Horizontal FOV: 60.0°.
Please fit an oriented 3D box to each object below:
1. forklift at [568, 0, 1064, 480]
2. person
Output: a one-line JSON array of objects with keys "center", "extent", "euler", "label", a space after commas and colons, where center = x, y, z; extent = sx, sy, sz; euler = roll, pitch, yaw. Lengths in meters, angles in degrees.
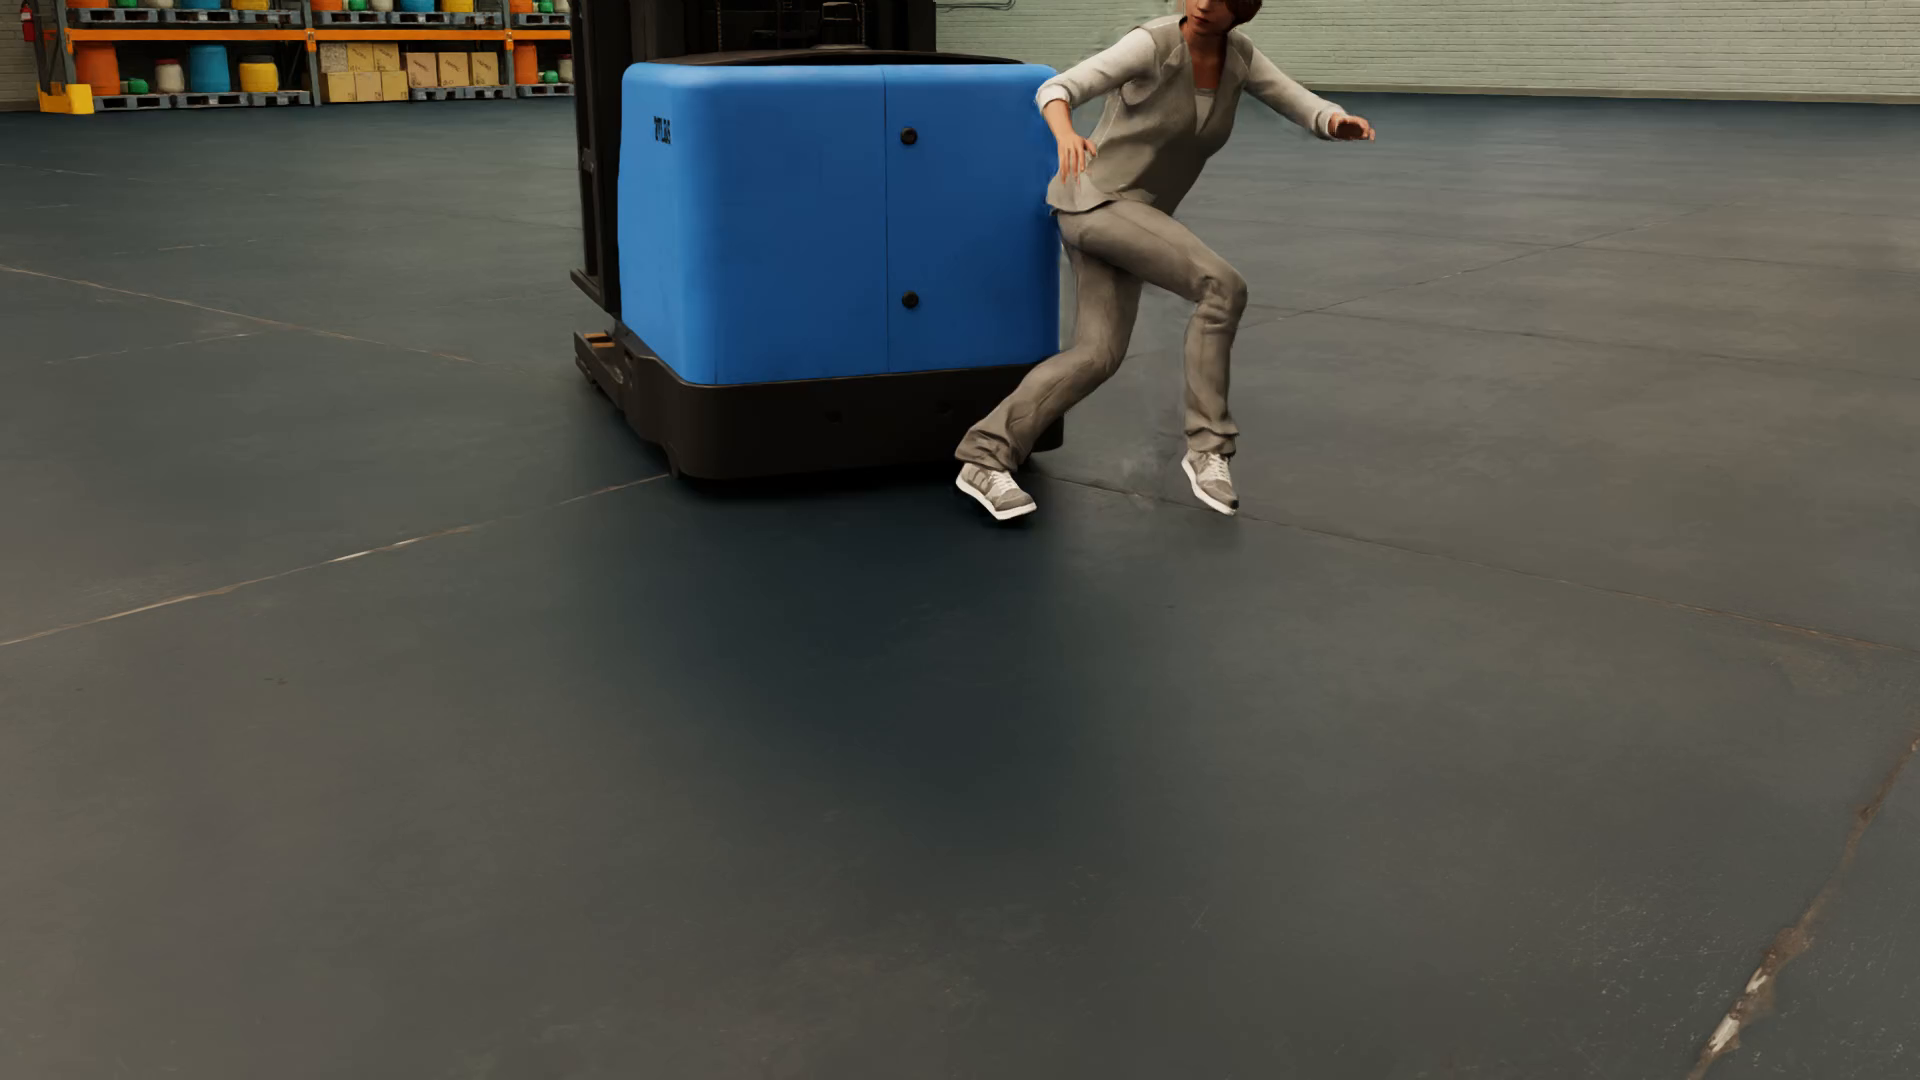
[{"center": [-0.702, -1.941, 5.290], "extent": [1.130, 2.935, 3.031], "euler": [-6, 18, -19], "label": "forklift"}, {"center": [0.508, -0.733, 3.982], "extent": [0.868, 1.352, 0.846], "euler": [12, 21, 34], "label": "person"}]
